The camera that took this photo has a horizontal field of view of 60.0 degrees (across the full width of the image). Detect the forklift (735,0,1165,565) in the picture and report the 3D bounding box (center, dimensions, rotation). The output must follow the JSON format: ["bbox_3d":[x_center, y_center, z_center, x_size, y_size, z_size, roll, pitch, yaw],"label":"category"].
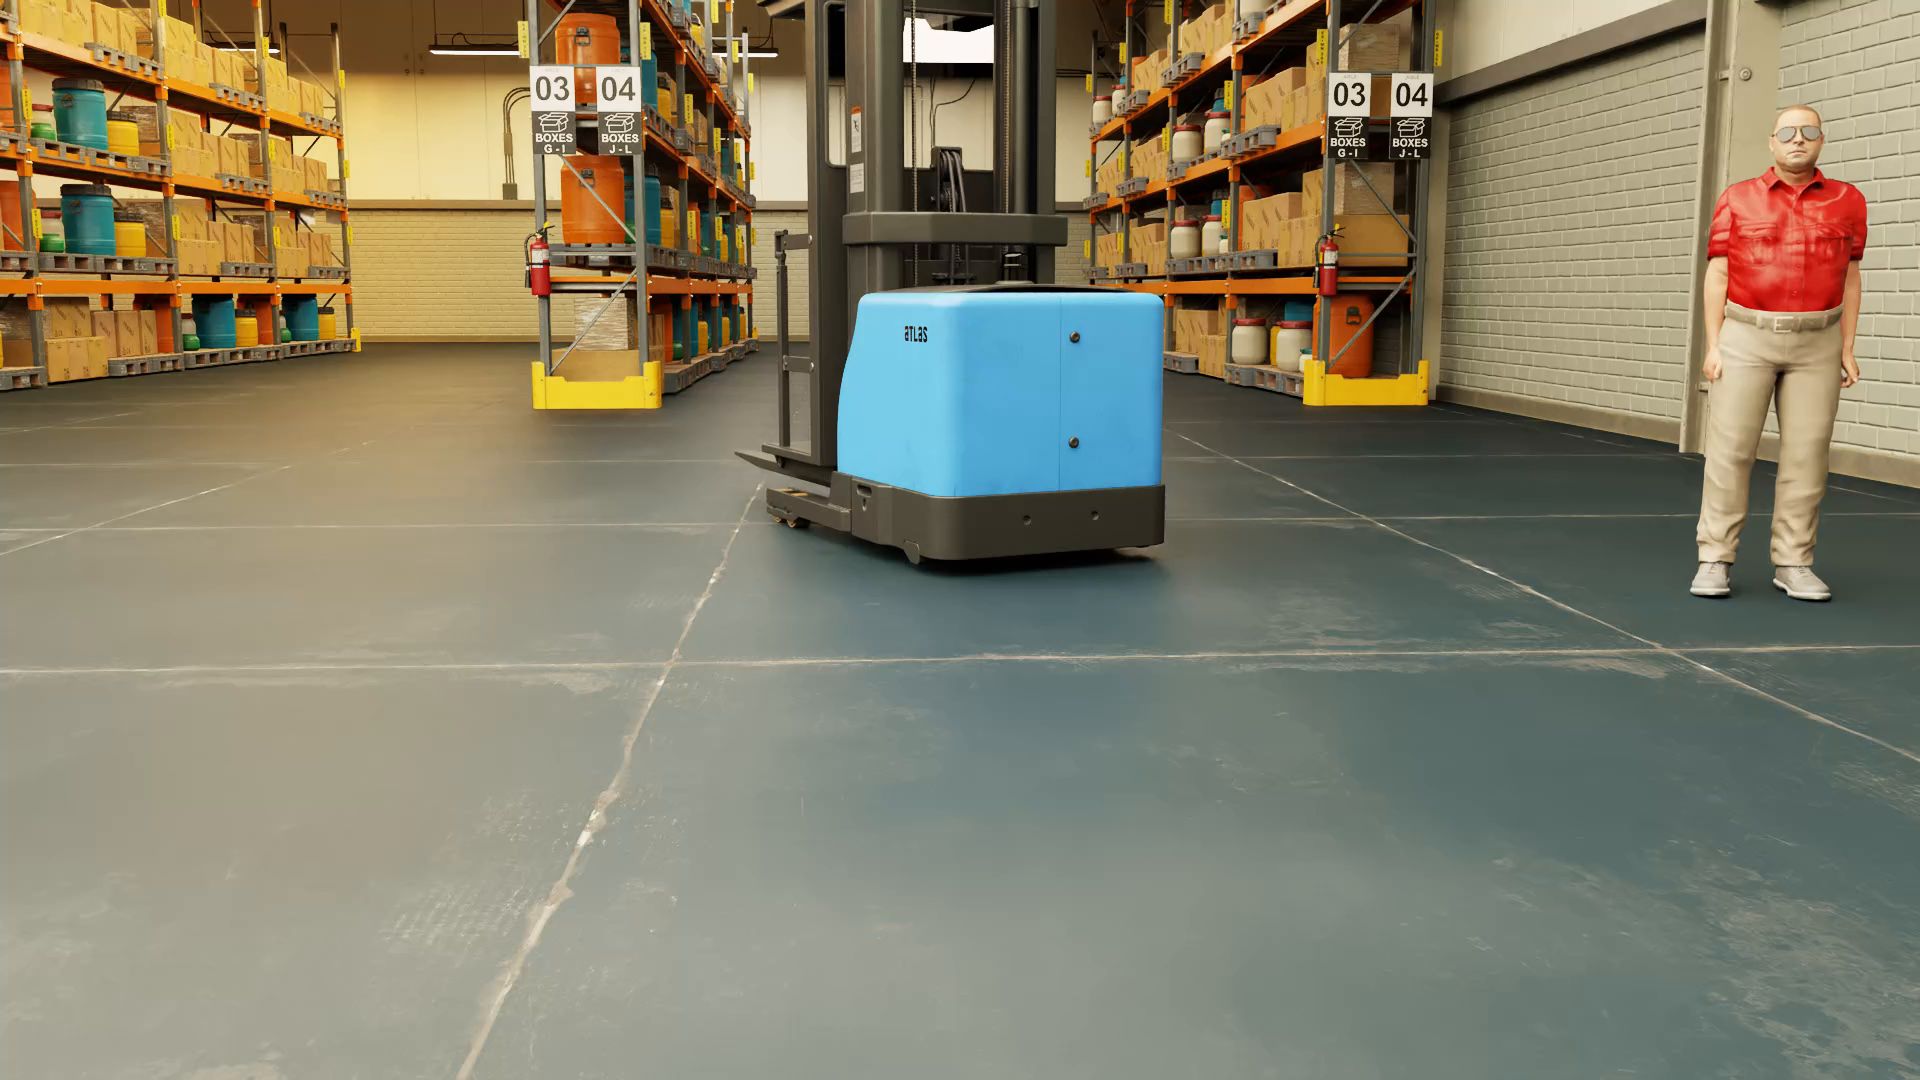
[{"bbox_3d":[-0.264,-1.530,7.637,1.130,2.935,3.031,-4,9,-25],"label":"forklift"}]

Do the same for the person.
[{"bbox_3d":[2.914,-0.662,5.902,0.527,1.728,0.389,2,9,14],"label":"person"}]
